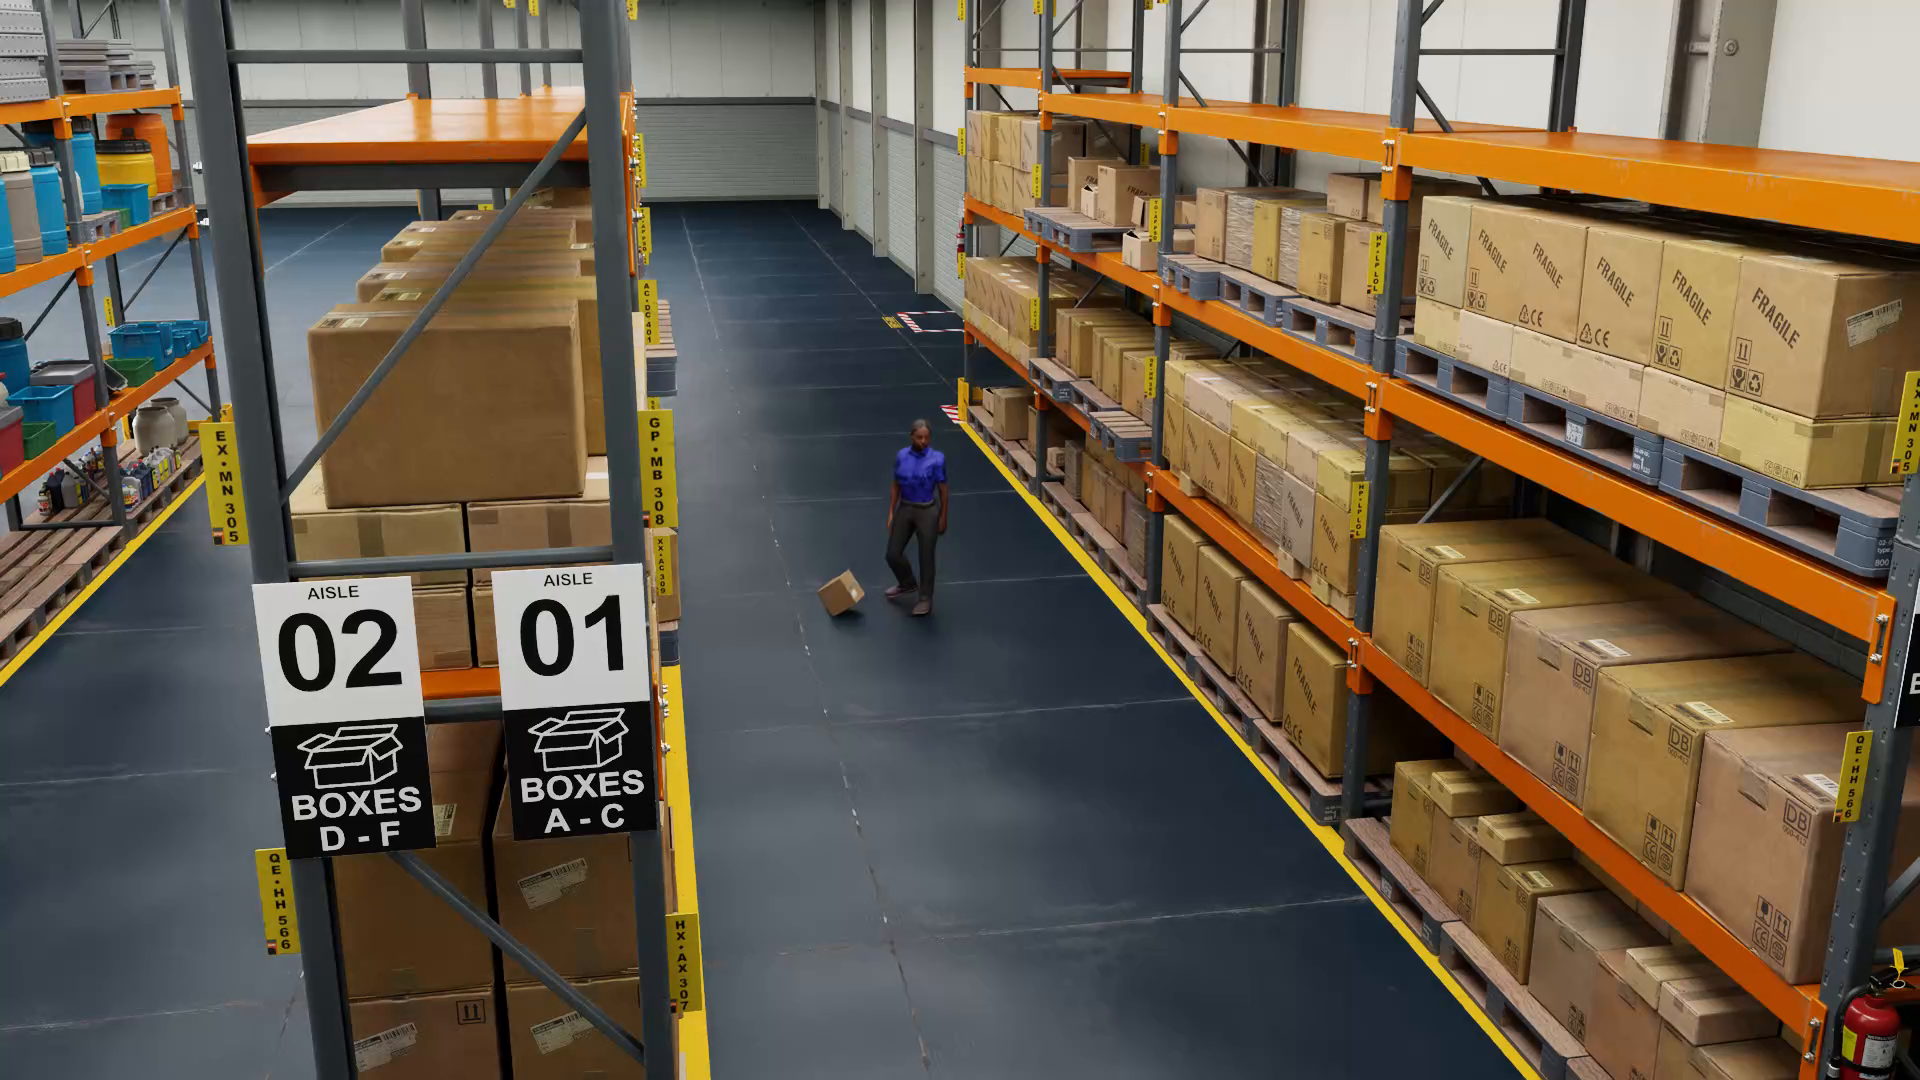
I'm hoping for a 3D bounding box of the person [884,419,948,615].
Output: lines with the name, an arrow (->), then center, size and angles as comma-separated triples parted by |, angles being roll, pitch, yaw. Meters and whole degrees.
person -> -0.385, -0.215, 13.713 | 0.638, 1.651, 0.441 | 7, 18, 22
